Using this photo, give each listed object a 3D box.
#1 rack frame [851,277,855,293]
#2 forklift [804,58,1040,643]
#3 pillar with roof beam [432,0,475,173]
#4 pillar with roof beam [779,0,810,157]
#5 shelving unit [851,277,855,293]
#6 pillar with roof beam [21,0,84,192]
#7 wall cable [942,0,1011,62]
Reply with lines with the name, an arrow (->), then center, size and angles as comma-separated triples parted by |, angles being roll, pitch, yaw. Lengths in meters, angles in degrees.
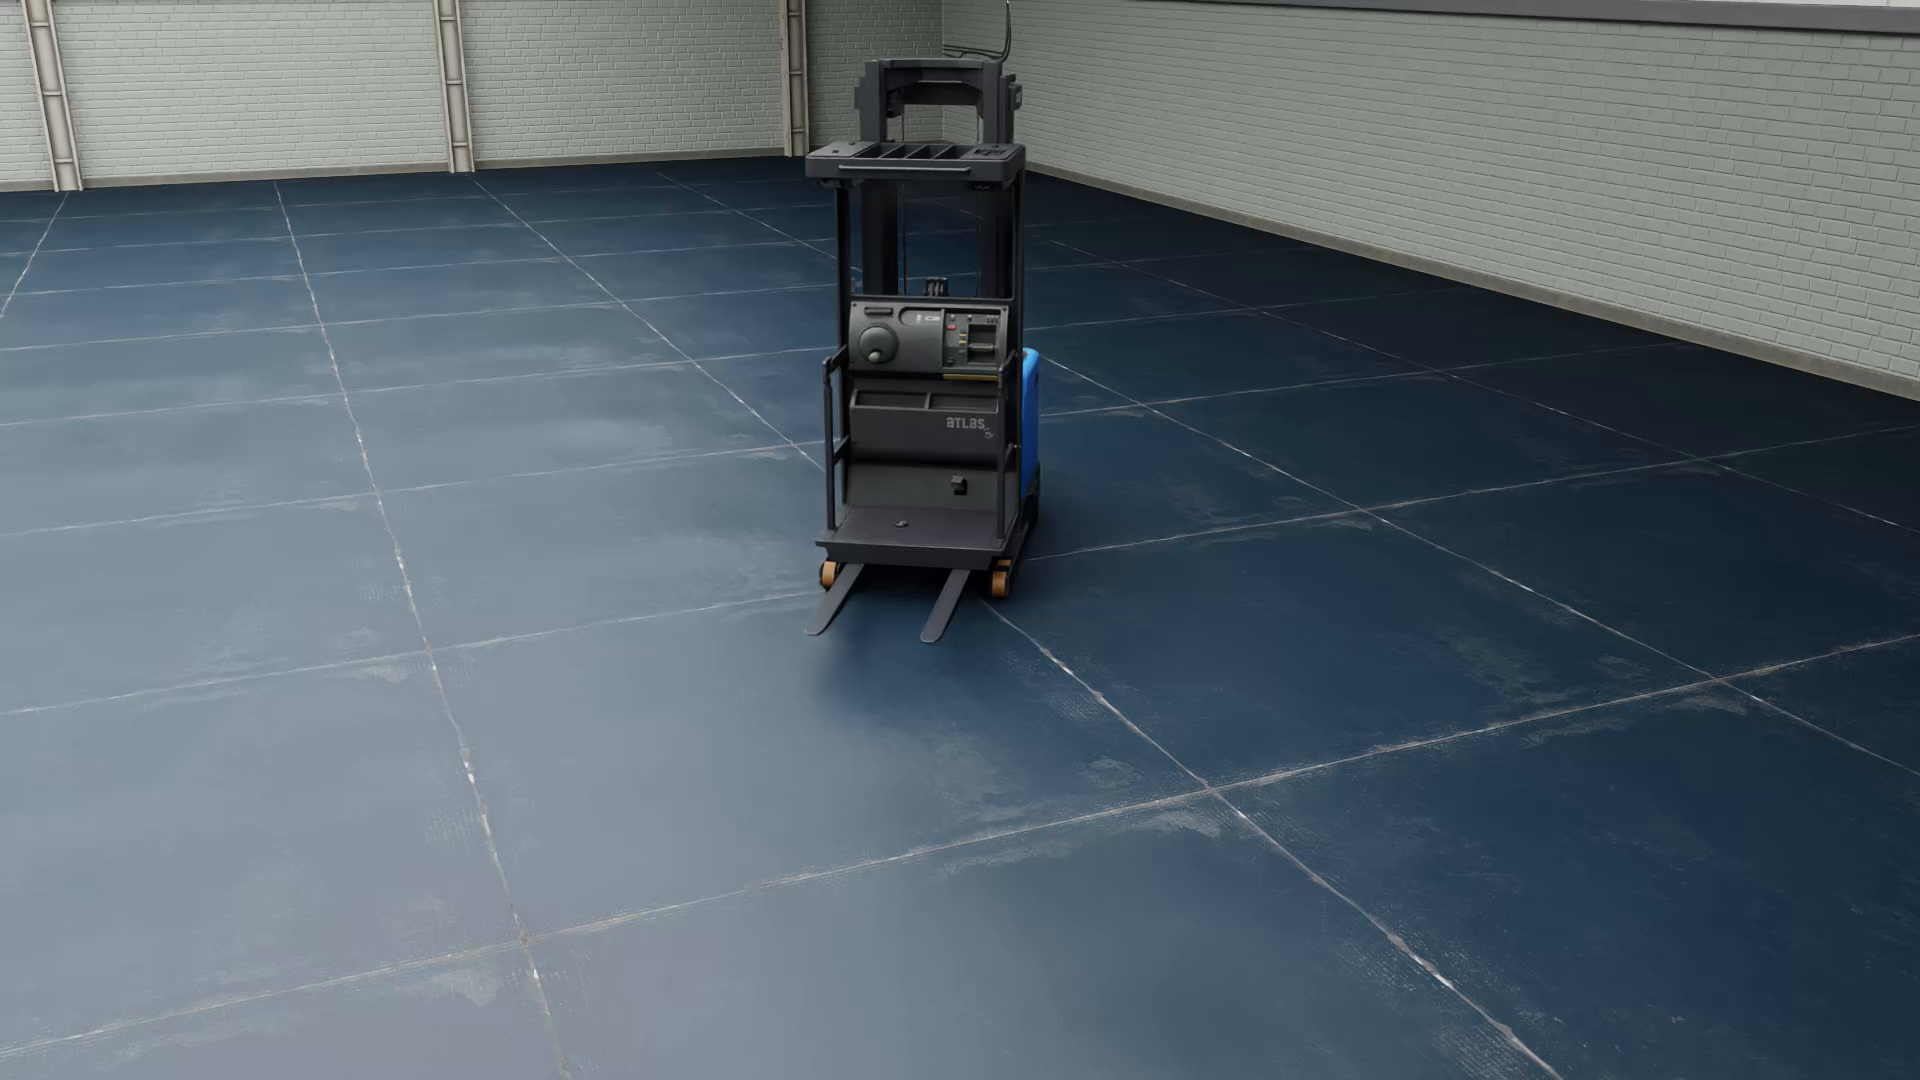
rack frame -> -0.736, -1.079, 11.328 | 0.032, 1.500, 0.500 | -3, 20, -8
forklift -> -0.214, -1.170, 9.432 | 1.130, 2.935, 3.031 | 3, 20, 9
pillar with roof beam -> -6.813, -9.240, 23.215 | 0.400, 9.000, 9.100 | -8, 21, -22
pillar with roof beam -> -1.304, -10.029, 25.456 | 0.400, 9.000, 9.100 | -8, 21, -22
shelving unit -> -0.242, -1.103, 11.396 | 1.083, 1.500, 0.587 | -3, 20, -8
pillar with roof beam -> -12.322, -8.451, 20.973 | 0.400, 9.000, 9.100 | -8, 21, -22
wall cable -> 0.220, -9.862, 29.656 | 0.112, 2.526, 3.097 | -8, 21, -22
